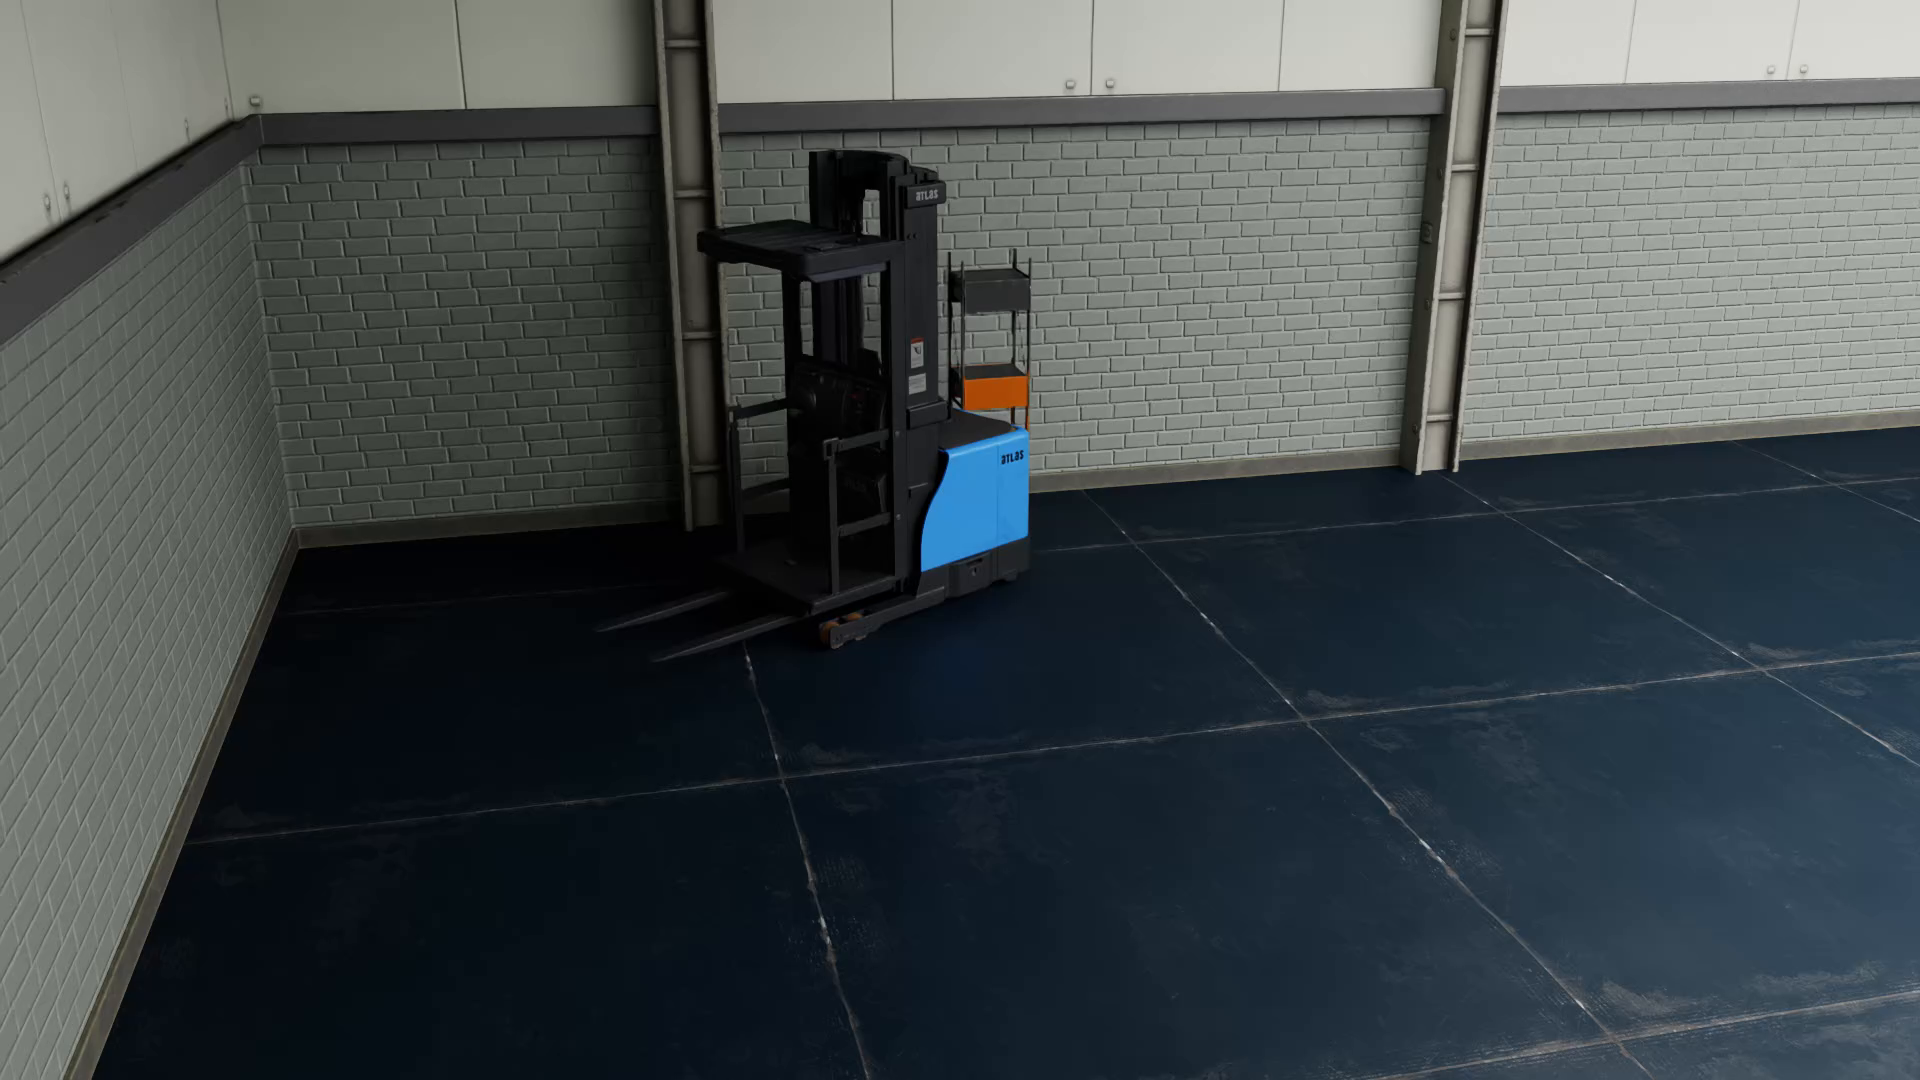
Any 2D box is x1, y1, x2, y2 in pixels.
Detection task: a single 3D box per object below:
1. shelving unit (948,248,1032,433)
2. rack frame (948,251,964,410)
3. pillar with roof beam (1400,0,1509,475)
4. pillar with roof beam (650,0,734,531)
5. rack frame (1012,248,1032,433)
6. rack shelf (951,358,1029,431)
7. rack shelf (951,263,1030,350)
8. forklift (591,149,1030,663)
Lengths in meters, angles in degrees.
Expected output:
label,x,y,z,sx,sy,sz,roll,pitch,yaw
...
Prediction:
label,x,y,z,sx,sy,sz,roll,pitch,yaw
shelving unit,0.206,-1.017,12.039,0.503,2.100,0.431,-5,21,-14
rack frame,-0.029,-0.996,11.980,0.015,2.100,0.400,-5,21,-14
pillar with roof beam,4.923,-3.392,8.491,0.400,9.000,9.100,-5,21,-12
pillar with roof beam,-0.916,-2.917,7.195,0.400,9.000,9.100,-5,21,-12
rack frame,0.442,-1.039,12.098,0.015,2.100,0.400,-5,21,-14
rack shelf,0.206,-1.004,12.043,0.480,0.518,0.431,-5,21,-14
rack shelf,0.206,-1.662,11.803,0.480,0.518,0.431,-5,21,-14
forklift,-0.932,-0.895,10.498,3.031,2.935,1.130,-18,27,-40
